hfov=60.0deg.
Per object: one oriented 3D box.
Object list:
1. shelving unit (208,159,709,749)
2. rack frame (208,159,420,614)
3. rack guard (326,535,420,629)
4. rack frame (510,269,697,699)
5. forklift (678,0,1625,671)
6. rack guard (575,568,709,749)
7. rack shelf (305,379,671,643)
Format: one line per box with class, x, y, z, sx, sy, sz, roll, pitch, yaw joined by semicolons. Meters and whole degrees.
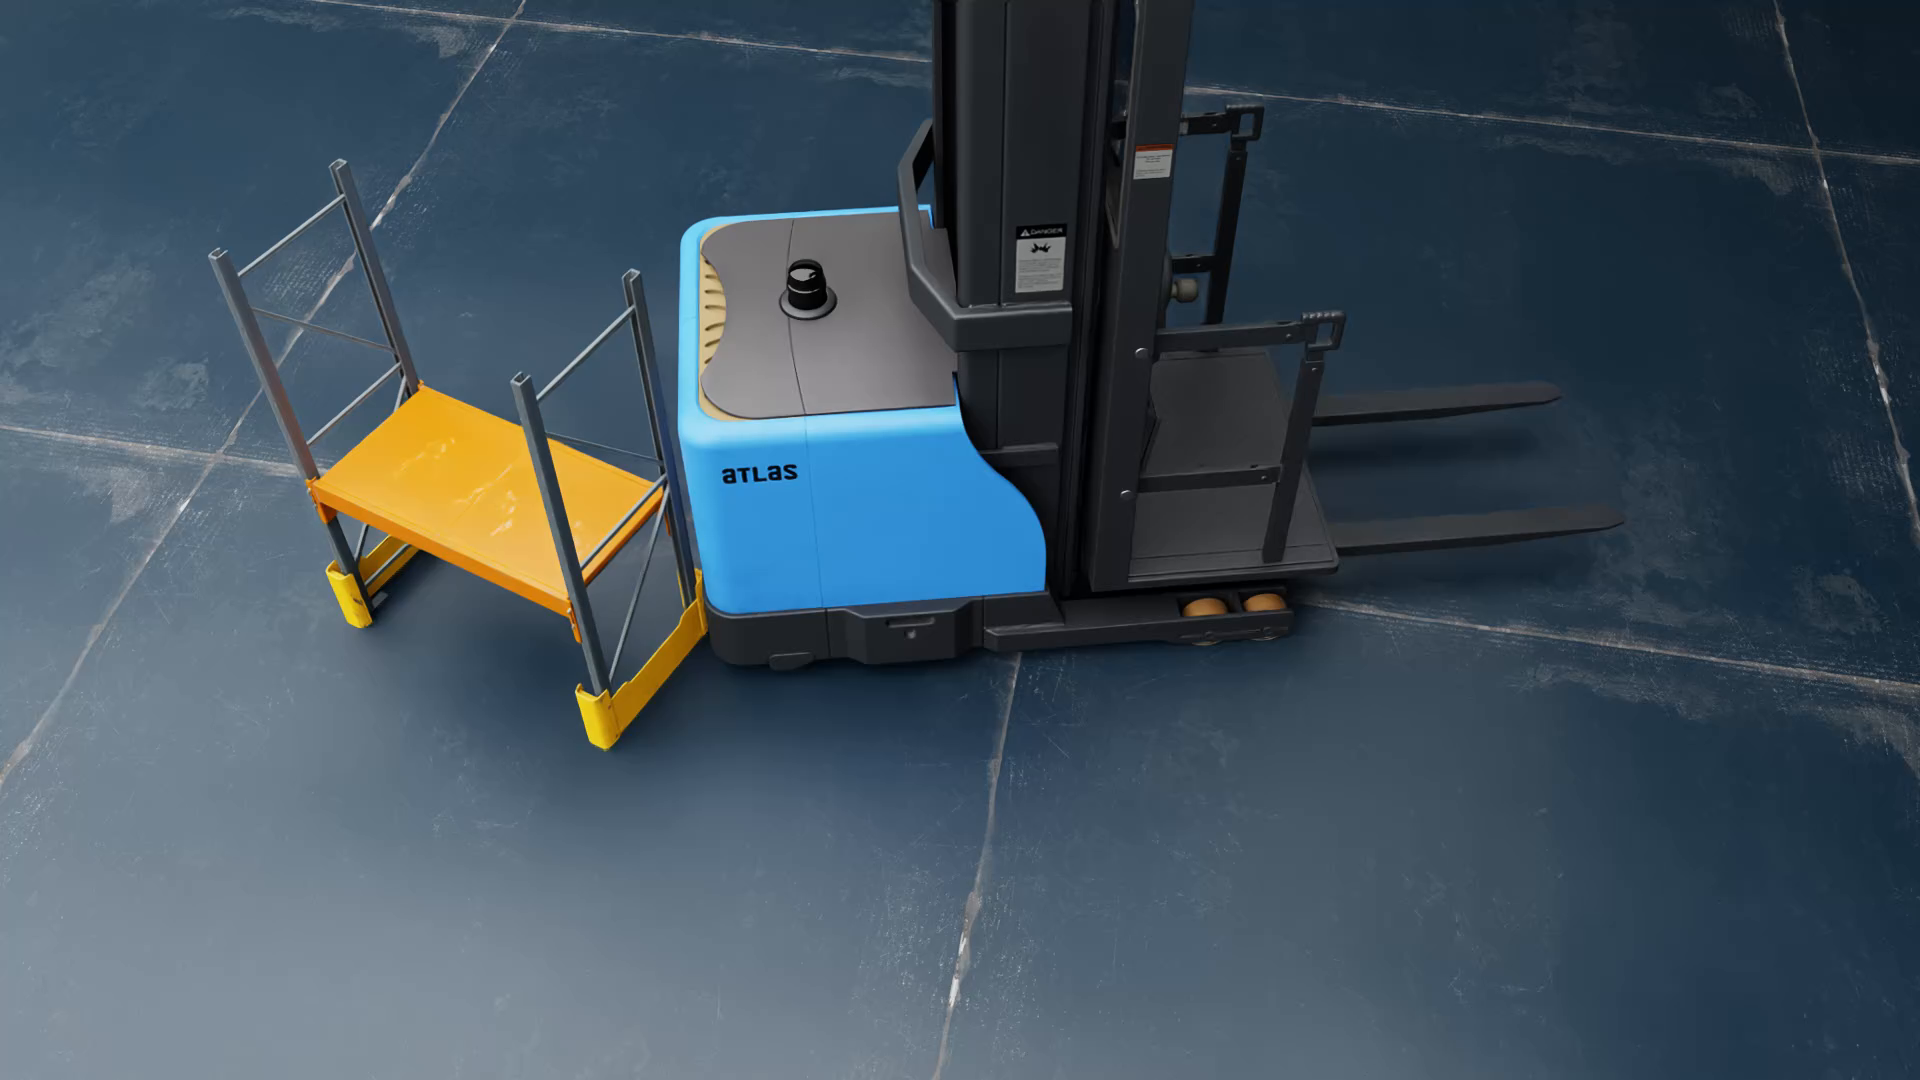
shelving unit;-1.425;-0.231;4.949;1.083;1.500;0.587;22;52;19
rack frame;-1.863;-0.409;5.110;0.032;1.500;0.500;22;52;19
rack guard;-1.862;0.009;5.574;0.087;0.250;0.587;22;52;19
rack frame;-0.972;-0.045;4.782;0.032;1.500;0.500;22;52;19
forklift;0.664;-1.025;4.701;3.031;2.935;1.130;-4;48;-4
rack guard;-0.989;0.366;5.253;0.087;0.250;0.587;22;52;19
rack shelf;-1.417;-0.107;5.080;1.000;0.185;0.538;22;52;19
